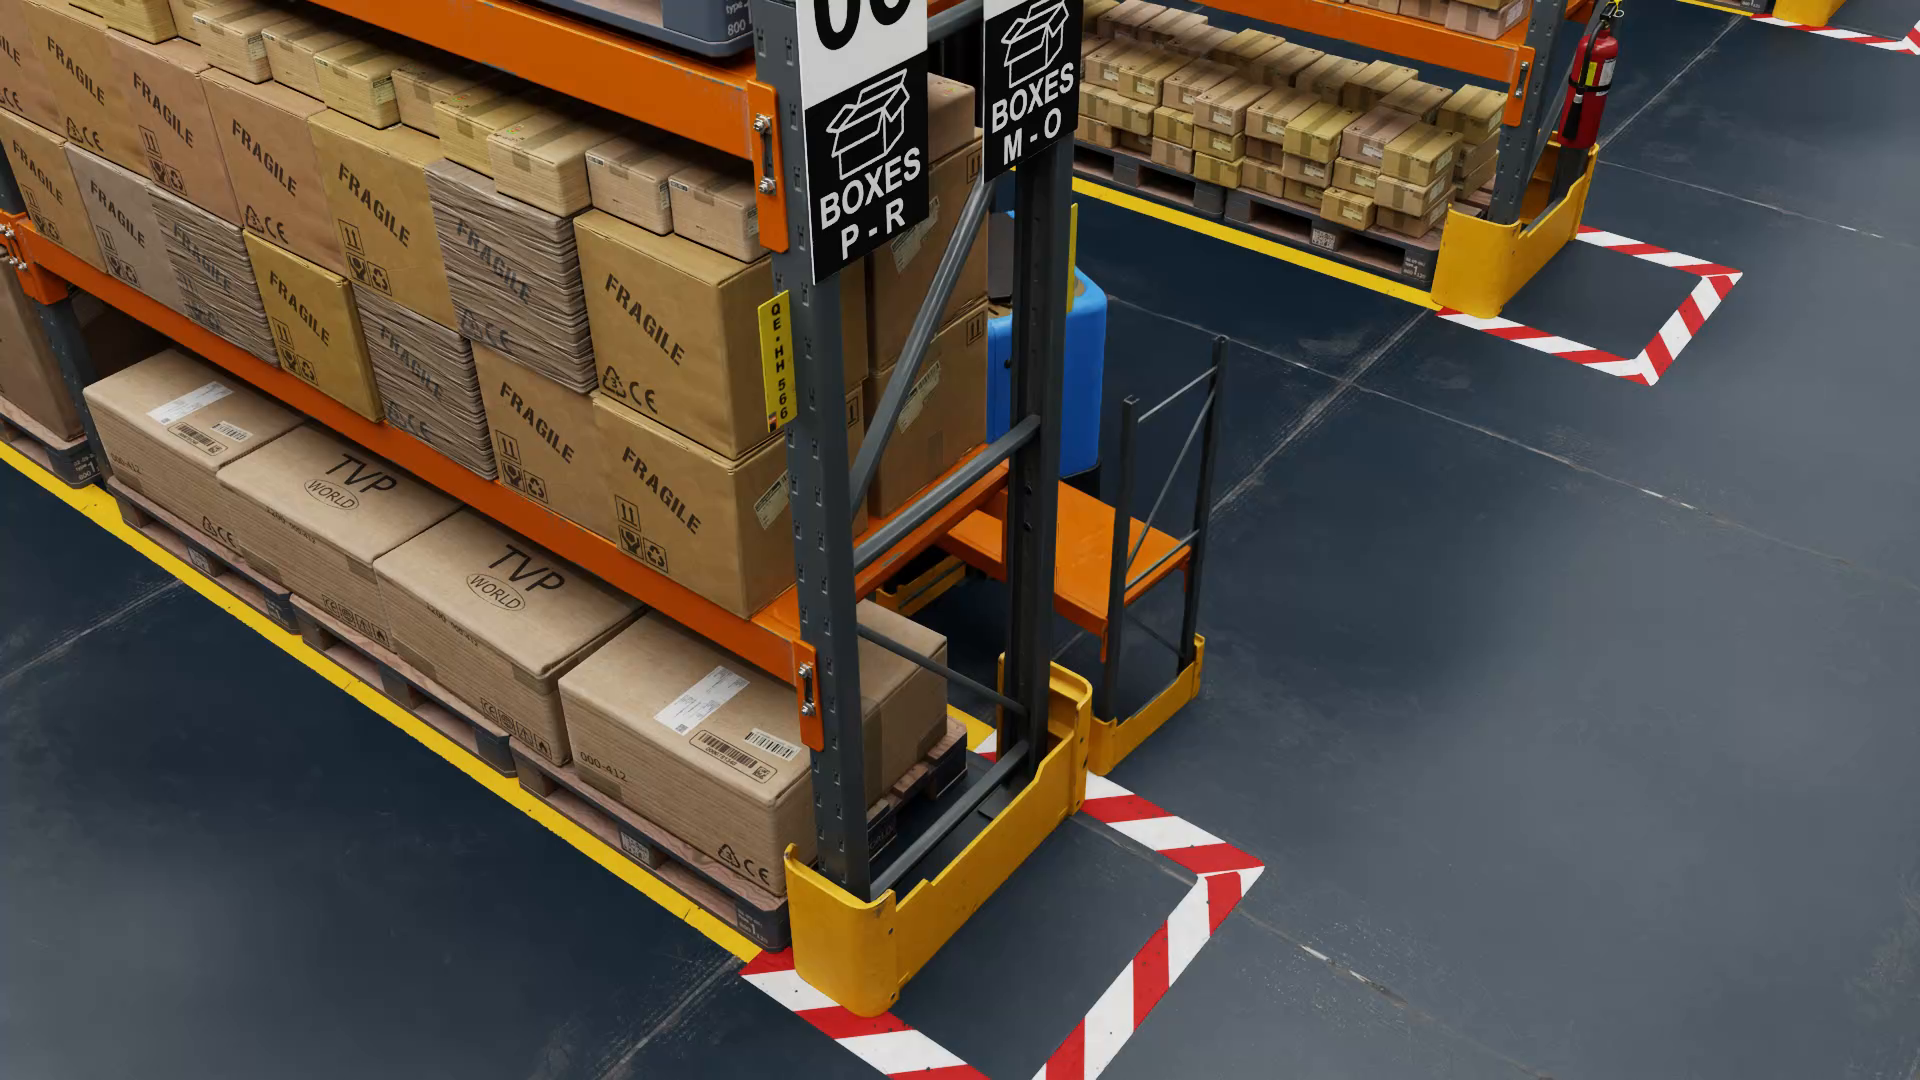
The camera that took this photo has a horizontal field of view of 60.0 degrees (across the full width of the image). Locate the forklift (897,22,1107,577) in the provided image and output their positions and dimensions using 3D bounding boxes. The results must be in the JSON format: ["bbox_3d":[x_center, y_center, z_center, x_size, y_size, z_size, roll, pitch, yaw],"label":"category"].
[{"bbox_3d":[-0.536,-1.904,6.805,1.130,2.935,3.031,-17,41,-20],"label":"forklift"}]

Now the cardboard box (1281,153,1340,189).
[{"bbox_3d":[1.861,-1.978,8.574,0.250,0.149,0.380,23,44,27],"label":"cardboard box"}]

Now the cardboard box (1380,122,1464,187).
[{"bbox_3d":[2.293,-1.918,8.255,0.250,0.149,0.380,26,45,29],"label":"cardboard box"}]

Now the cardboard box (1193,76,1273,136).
[{"bbox_3d":[1.431,-2.276,8.713,0.250,0.149,0.380,27,45,30],"label":"cardboard box"}]

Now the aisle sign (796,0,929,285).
[{"bbox_3d":[-0.191,-0.950,3.421,0.004,0.787,0.394,25,45,29],"label":"aisle sign"}]

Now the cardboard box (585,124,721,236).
[{"bbox_3d":[-0.683,-0.913,4.064,0.250,0.149,0.380,26,45,29],"label":"cardboard box"}]

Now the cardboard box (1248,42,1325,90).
[{"bbox_3d":[1.781,-2.568,9.087,0.250,0.149,0.380,27,45,30],"label":"cardboard box"}]

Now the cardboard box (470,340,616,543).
[{"bbox_3d":[-0.993,-0.391,4.734,0.500,0.500,0.500,24,44,28],"label":"cardboard box"}]

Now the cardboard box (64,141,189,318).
[{"bbox_3d":[-2.626,-1.148,5.702,0.500,0.500,0.500,26,45,29],"label":"cardboard box"}]

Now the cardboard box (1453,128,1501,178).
[{"bbox_3d":[2.607,-2.048,8.664,0.250,0.149,0.380,27,46,30],"label":"cardboard box"}]

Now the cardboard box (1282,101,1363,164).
[{"bbox_3d":[1.845,-2.075,8.456,0.250,0.149,0.380,24,44,28],"label":"cardboard box"}]

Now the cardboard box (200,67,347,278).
[{"bbox_3d":[-1.810,-1.159,4.905,0.500,0.500,0.500,25,44,28],"label":"cardboard box"}]

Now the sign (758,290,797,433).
[{"bbox_3d":[-0.401,-0.393,3.688,0.005,0.325,0.100,25,45,29],"label":"sign"}]

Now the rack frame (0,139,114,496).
[{"bbox_3d":[-3.237,-1.603,6.364,0.127,3.000,1.000,25,45,29],"label":"rack frame"}]

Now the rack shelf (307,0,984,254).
[{"bbox_3d":[-1.648,-1.752,4.704,4.000,0.370,1.077,25,45,29],"label":"rack shelf"}]

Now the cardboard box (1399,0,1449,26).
[{"bbox_3d":[2.262,-2.563,7.794,0.250,0.149,0.380,25,45,29],"label":"cardboard box"}]

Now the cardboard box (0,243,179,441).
[{"bbox_3d":[-3.778,-1.125,7.136,0.875,0.875,0.875,27,45,30],"label":"cardboard box"}]

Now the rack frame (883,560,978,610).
[{"bbox_3d":[-0.106,-0.341,5.969,0.032,1.500,0.500,29,46,32],"label":"rack frame"}]

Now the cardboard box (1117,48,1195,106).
[{"bbox_3d":[1.063,-2.513,9.016,0.250,0.149,0.380,25,45,29],"label":"cardboard box"}]

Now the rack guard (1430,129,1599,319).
[{"bbox_3d":[2.807,-1.611,8.402,0.348,0.500,1.175,25,45,29],"label":"rack guard"}]

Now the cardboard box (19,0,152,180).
[{"bbox_3d":[-2.609,-1.547,5.400,0.500,0.500,0.500,25,44,28],"label":"cardboard box"}]

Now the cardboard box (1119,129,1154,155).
[{"bbox_3d":[1.094,-2.287,9.209,0.250,0.149,0.380,27,45,30],"label":"cardboard box"}]

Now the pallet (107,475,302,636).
[{"bbox_3d":[-2.681,-0.182,6.811,1.213,0.211,1.003,25,45,29],"label":"pallet"}]

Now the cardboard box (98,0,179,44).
[{"bbox_3d":[-2.348,-1.646,5.001,0.250,0.149,0.380,24,44,27],"label":"cardboard box"}]

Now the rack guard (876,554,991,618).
[{"bbox_3d":[-0.092,0.159,6.345,0.087,0.250,0.587,29,46,32],"label":"rack guard"}]

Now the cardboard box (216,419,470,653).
[{"bbox_3d":[-2.092,-0.137,6.229,0.875,0.438,0.875,24,44,27],"label":"cardboard box"}]

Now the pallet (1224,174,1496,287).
[{"bbox_3d":[2.183,-1.819,8.901,1.213,0.211,1.003,25,45,29],"label":"pallet"}]

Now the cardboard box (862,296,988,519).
[{"bbox_3d":[-0.267,-0.464,4.829,0.500,0.500,0.500,25,44,28],"label":"cardboard box"}]

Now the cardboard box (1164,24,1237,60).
[{"bbox_3d":[1.342,-2.737,9.301,0.250,0.149,0.380,25,45,29],"label":"cardboard box"}]

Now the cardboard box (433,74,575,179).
[{"bbox_3d":[-1.114,-1.083,4.281,0.250,0.149,0.380,26,45,30],"label":"cardboard box"}]

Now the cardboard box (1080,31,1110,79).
[{"bbox_3d":[0.625,-2.687,9.237,0.250,0.149,0.380,26,45,29],"label":"cardboard box"}]

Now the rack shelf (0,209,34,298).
[{"bbox_3d":[-4.826,-2.069,7.542,4.000,0.370,1.077,25,45,29],"label":"rack shelf"}]

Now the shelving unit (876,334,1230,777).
[{"bbox_3d":[0.280,-0.129,5.698,1.083,1.500,0.587,29,46,32],"label":"shelving unit"}]

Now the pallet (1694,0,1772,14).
[{"bbox_3d":[5.278,-4.120,11.842,1.213,0.211,1.003,25,45,29],"label":"pallet"}]

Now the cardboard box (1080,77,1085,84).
[{"bbox_3d":[0.671,-2.591,9.356,0.250,0.149,0.380,27,46,30],"label":"cardboard box"}]

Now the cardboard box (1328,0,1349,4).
[{"bbox_3d":[1.837,-2.733,8.012,0.250,0.149,0.380,27,45,30],"label":"cardboard box"}]

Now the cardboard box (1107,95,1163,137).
[{"bbox_3d":[1.014,-2.360,9.062,0.250,0.149,0.380,26,45,29],"label":"cardboard box"}]

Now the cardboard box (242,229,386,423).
[{"bbox_3d":[-1.826,-0.765,5.213,0.500,0.500,0.500,27,45,30],"label":"cardboard box"}]

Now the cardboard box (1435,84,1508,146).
[{"bbox_3d":[2.657,-2.206,8.624,0.250,0.149,0.380,23,44,27],"label":"cardboard box"}]

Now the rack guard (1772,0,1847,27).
[{"bbox_3d":[5.980,-3.964,11.408,0.348,0.500,1.175,25,45,29],"label":"rack guard"}]

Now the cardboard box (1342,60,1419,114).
[{"bbox_3d":[2.243,-2.408,8.881,0.250,0.149,0.380,25,45,28],"label":"cardboard box"}]

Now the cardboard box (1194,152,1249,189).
[{"bbox_3d":[1.454,-2.043,8.898,0.250,0.149,0.380,23,44,27],"label":"cardboard box"}]

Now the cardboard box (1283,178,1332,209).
[{"bbox_3d":[1.899,-1.892,8.705,0.250,0.149,0.380,25,44,28],"label":"cardboard box"}]

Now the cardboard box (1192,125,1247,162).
[{"bbox_3d":[1.442,-2.166,8.814,0.250,0.149,0.380,26,45,29],"label":"cardboard box"}]

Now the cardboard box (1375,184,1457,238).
[{"bbox_3d":[2.322,-1.704,8.466,0.250,0.149,0.380,26,45,29],"label":"cardboard box"}]

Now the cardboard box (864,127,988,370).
[{"bbox_3d":[-0.268,-0.857,4.519,0.500,0.500,0.500,24,44,28],"label":"cardboard box"}]

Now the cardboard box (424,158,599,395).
[{"bbox_3d":[-1.020,-0.783,4.425,0.500,0.500,0.500,25,45,29],"label":"cardboard box"}]

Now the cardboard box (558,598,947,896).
[{"bbox_3d":[-0.645,0.541,5.364,0.875,0.438,0.875,24,44,27],"label":"cardboard box"}]

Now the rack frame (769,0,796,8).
[{"bbox_3d":[-0.060,-2.467,2.601,0.127,3.000,1.000,25,45,29],"label":"rack frame"}]

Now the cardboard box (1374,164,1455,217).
[{"bbox_3d":[2.275,-1.784,8.326,0.250,0.149,0.380,24,44,27],"label":"cardboard box"}]

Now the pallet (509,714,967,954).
[{"bbox_3d":[-0.743,0.732,5.644,1.213,0.211,1.003,25,45,29],"label":"pallet"}]

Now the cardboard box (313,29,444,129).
[{"bbox_3d":[-1.513,-1.281,4.534,0.250,0.149,0.380,26,45,30],"label":"cardboard box"}]

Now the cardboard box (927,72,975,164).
[{"bbox_3d":[-0.174,-1.062,4.254,0.250,0.149,0.380,26,45,29],"label":"cardboard box"}]

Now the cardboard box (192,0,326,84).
[{"bbox_3d":[-1.946,-1.466,4.771,0.250,0.149,0.380,25,45,29],"label":"cardboard box"}]

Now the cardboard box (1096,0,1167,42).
[{"bbox_3d":[0.990,-2.978,9.610,0.250,0.149,0.380,23,44,27],"label":"cardboard box"}]
